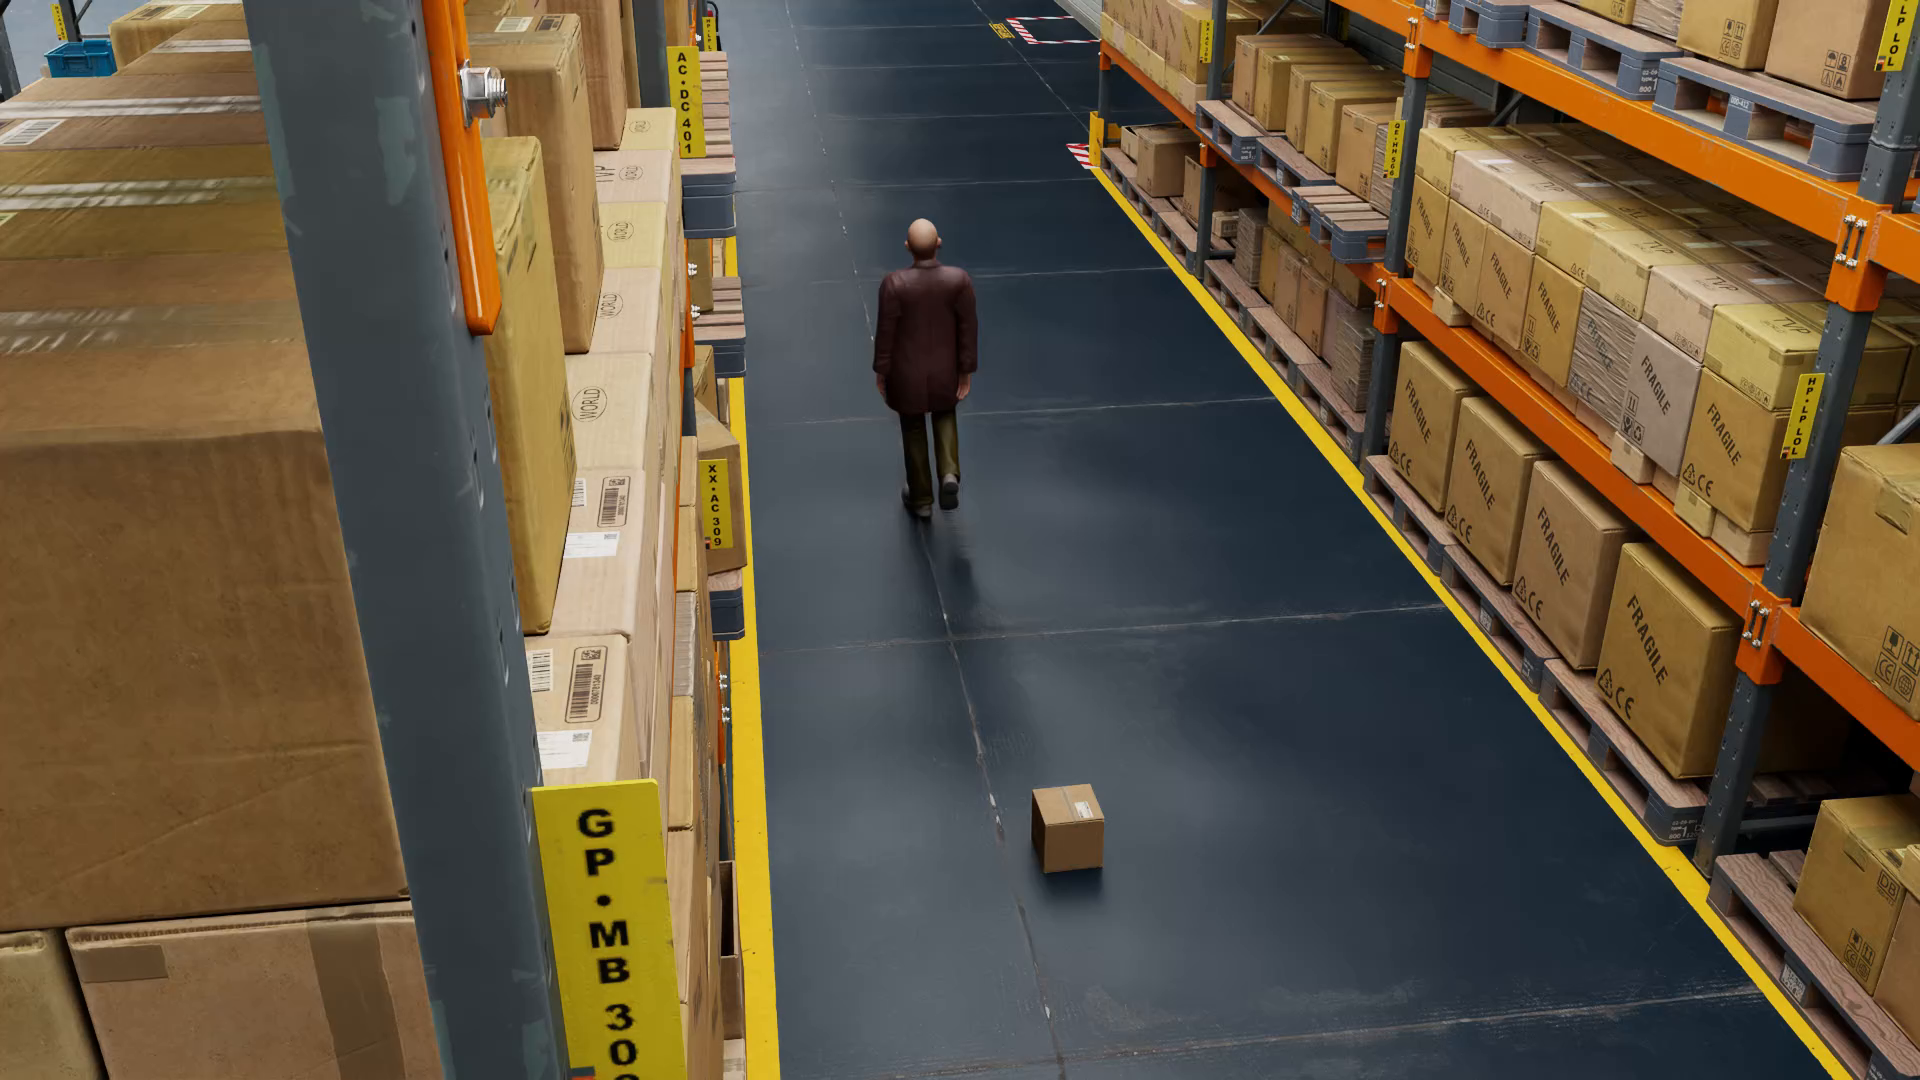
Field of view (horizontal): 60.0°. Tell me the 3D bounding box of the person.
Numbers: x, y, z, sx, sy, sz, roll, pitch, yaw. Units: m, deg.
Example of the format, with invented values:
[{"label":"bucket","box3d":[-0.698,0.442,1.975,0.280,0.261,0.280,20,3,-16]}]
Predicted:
[{"label":"person","box3d":[-0.231,-1.004,9.619,0.581,1.823,0.502,-6,27,-12]}]
